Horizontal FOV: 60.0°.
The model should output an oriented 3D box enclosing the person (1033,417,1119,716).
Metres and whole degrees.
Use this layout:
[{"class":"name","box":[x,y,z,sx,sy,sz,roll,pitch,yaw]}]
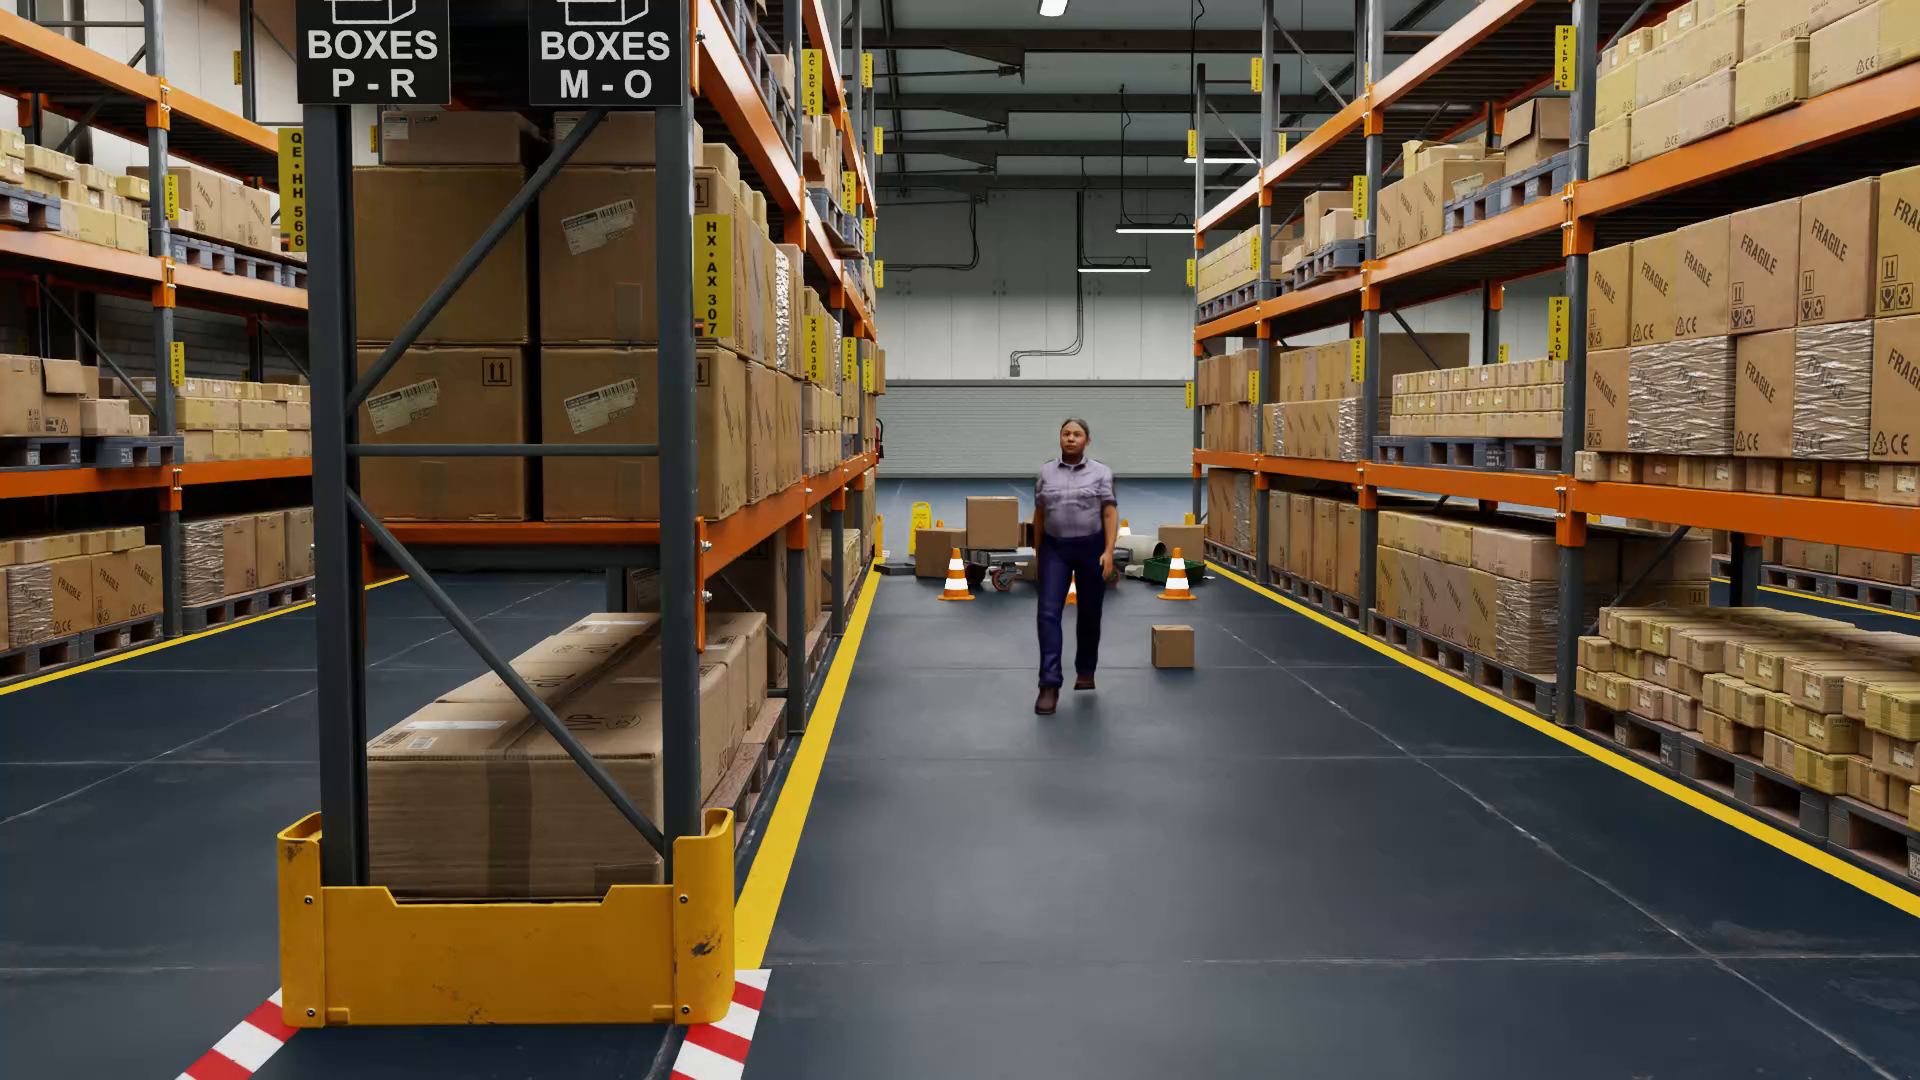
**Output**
[{"class":"person","box":[0.653,0.115,9.445,0.492,1.630,0.906,0,4,5]}]
